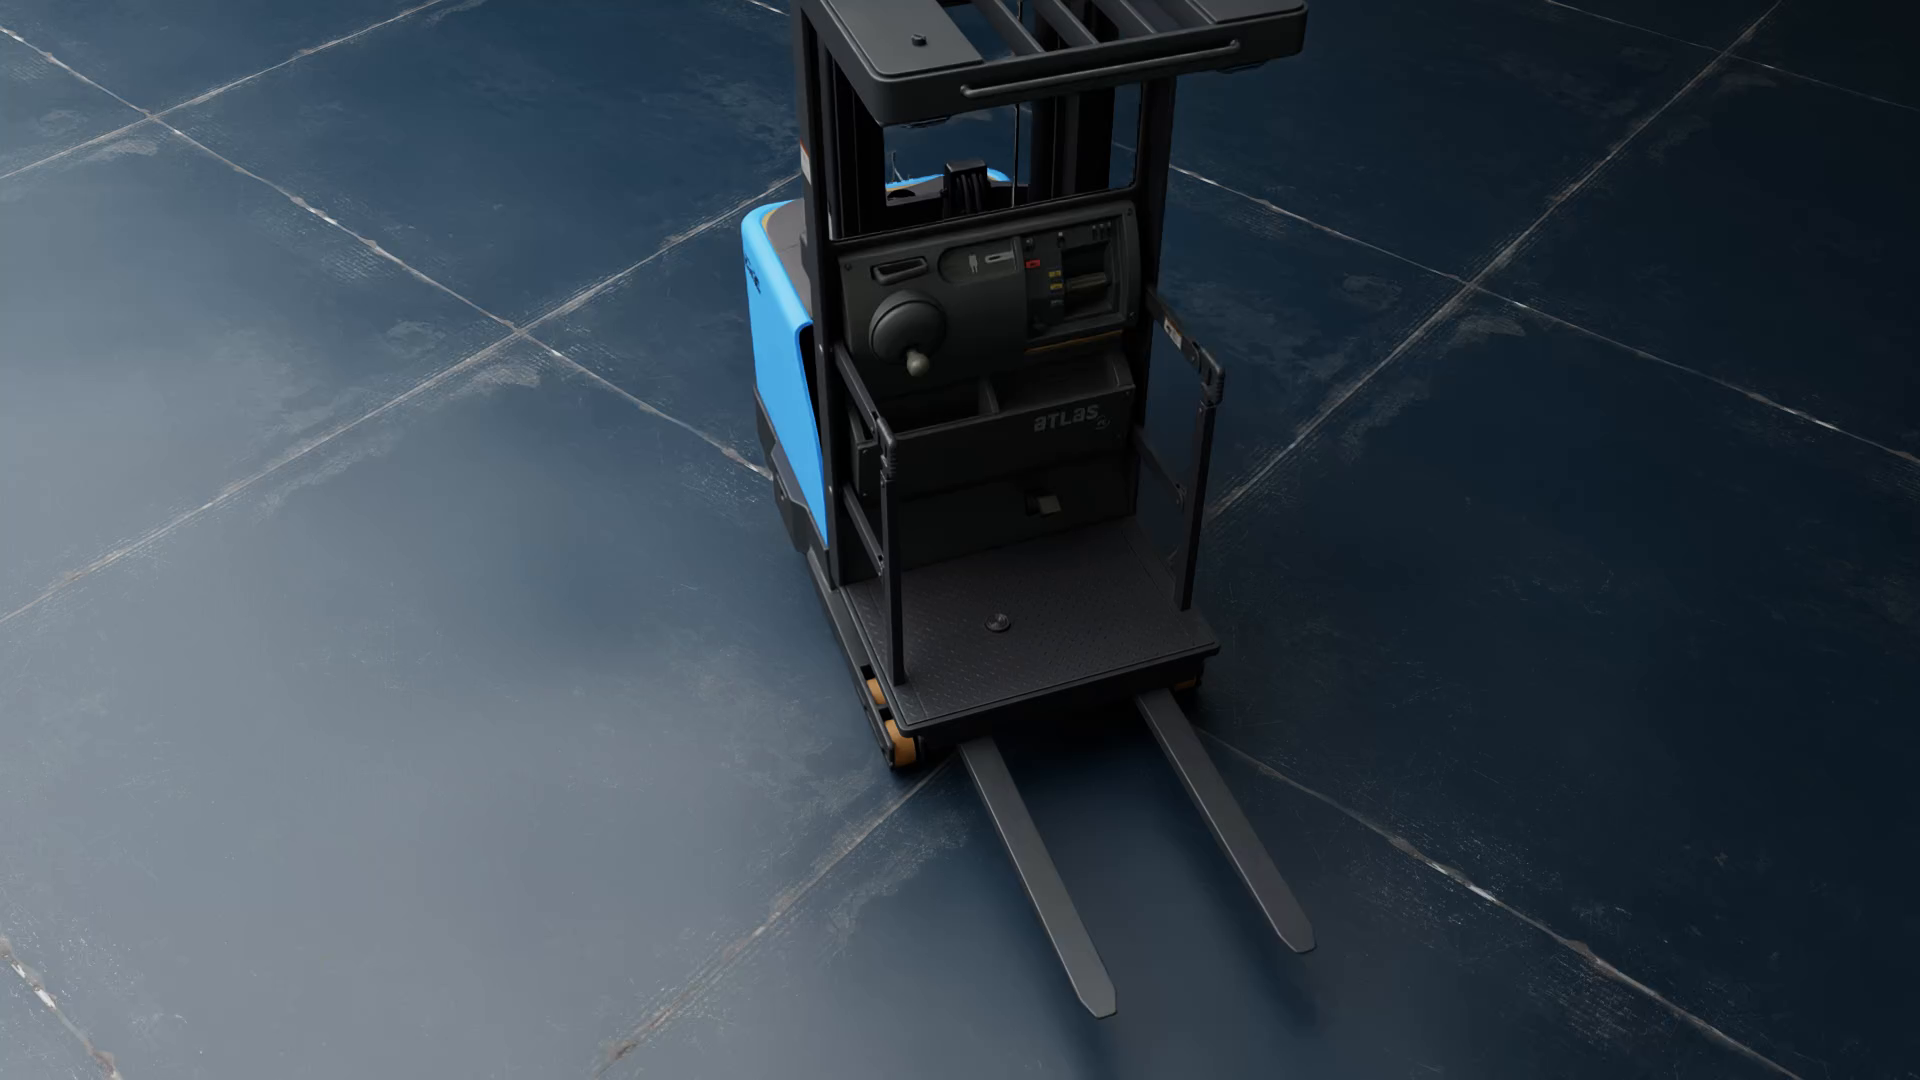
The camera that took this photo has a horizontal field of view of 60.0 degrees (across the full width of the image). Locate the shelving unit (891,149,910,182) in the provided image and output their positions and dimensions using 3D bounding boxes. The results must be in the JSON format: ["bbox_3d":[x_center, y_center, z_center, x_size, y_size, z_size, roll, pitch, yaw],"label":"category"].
[{"bbox_3d":[-0.338,-1.007,6.577,0.252,1.050,0.215,-14,44,-15],"label":"shelving unit"}]

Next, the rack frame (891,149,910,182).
[{"bbox_3d":[-0.224,-1.036,6.609,0.008,1.050,0.200,-14,44,-15],"label":"rack frame"}]

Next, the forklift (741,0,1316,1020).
[{"bbox_3d":[0.175,-0.658,4.795,1.130,2.935,3.031,-14,44,-14],"label":"forklift"}]
